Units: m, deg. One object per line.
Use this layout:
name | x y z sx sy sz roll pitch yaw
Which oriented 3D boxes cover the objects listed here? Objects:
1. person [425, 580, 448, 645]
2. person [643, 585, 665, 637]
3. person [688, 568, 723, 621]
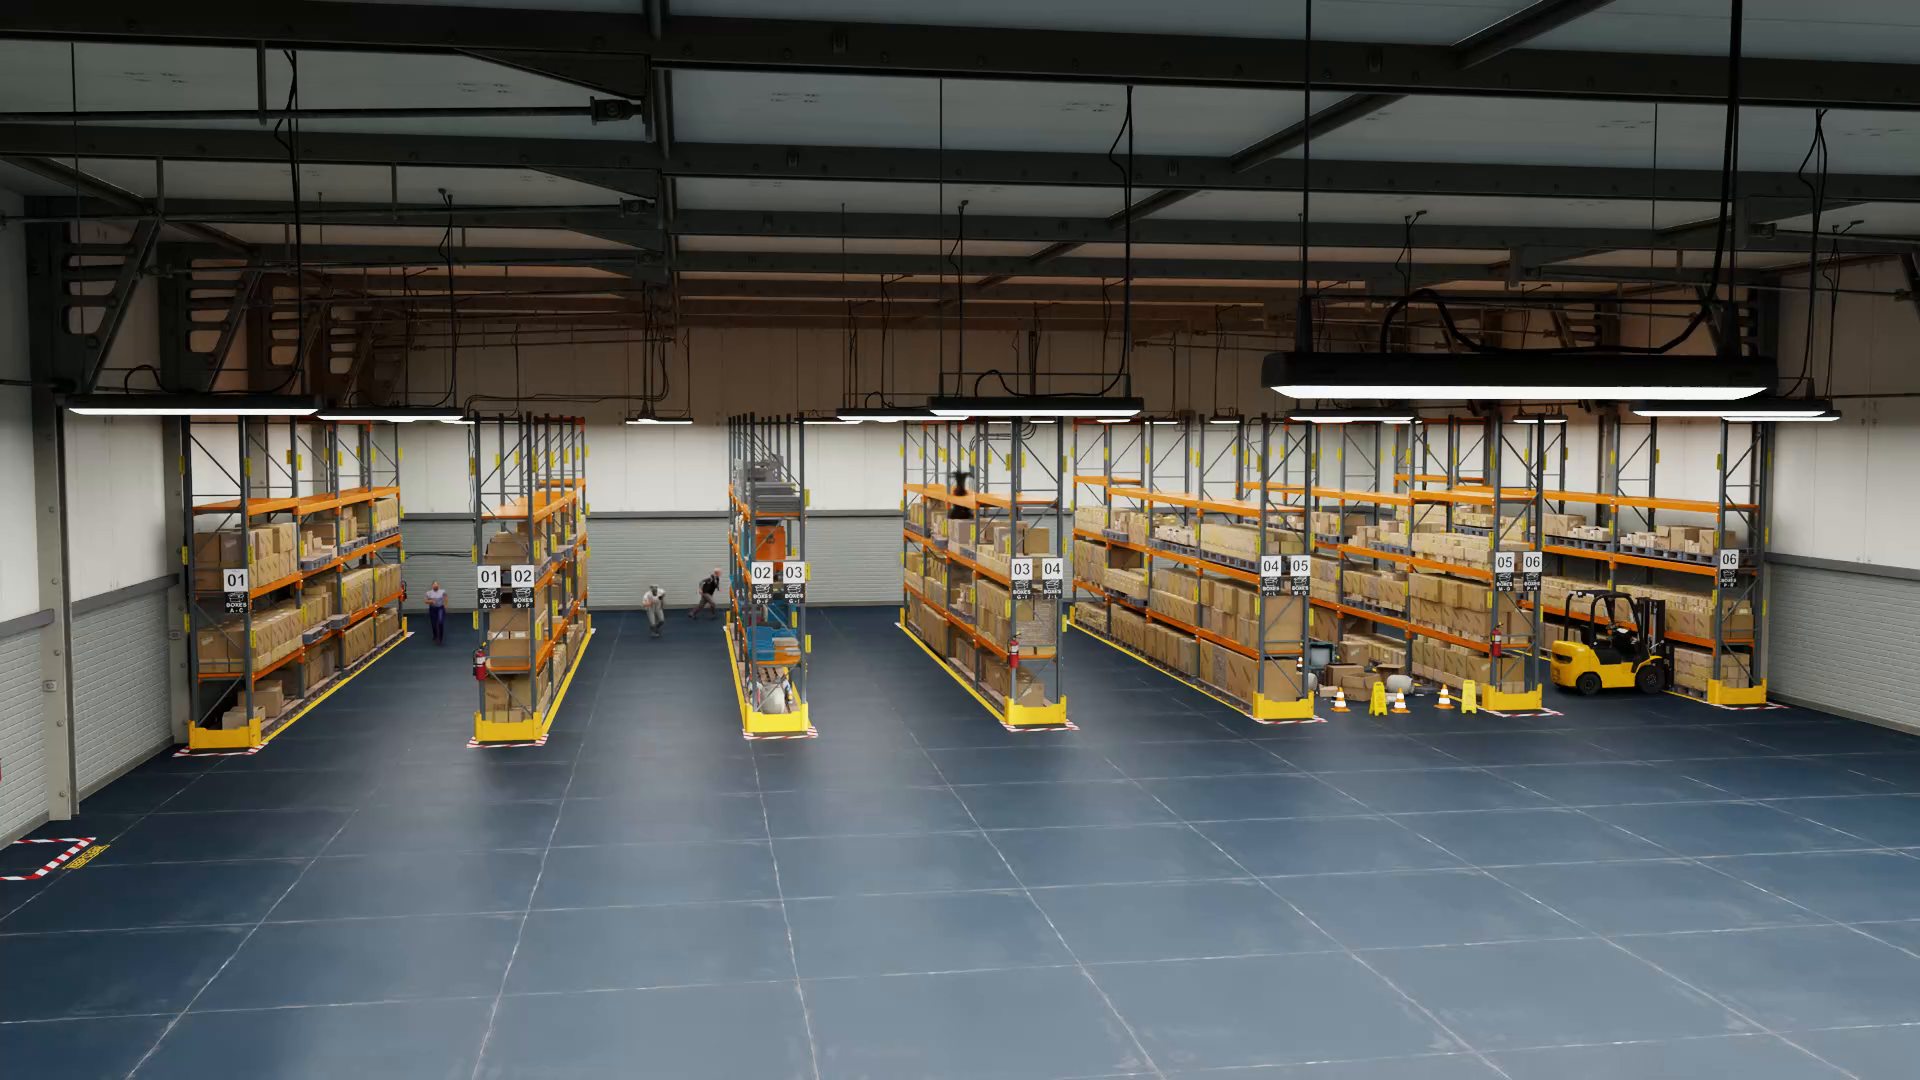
person | -13.839 1.914 43.950 0.558 1.707 0.842 -1 4 -13
person | -8.292 1.923 45.160 0.687 1.479 1.008 -2 4 -26
person | -7.486 1.595 48.941 1.058 1.541 0.677 1 4 19
